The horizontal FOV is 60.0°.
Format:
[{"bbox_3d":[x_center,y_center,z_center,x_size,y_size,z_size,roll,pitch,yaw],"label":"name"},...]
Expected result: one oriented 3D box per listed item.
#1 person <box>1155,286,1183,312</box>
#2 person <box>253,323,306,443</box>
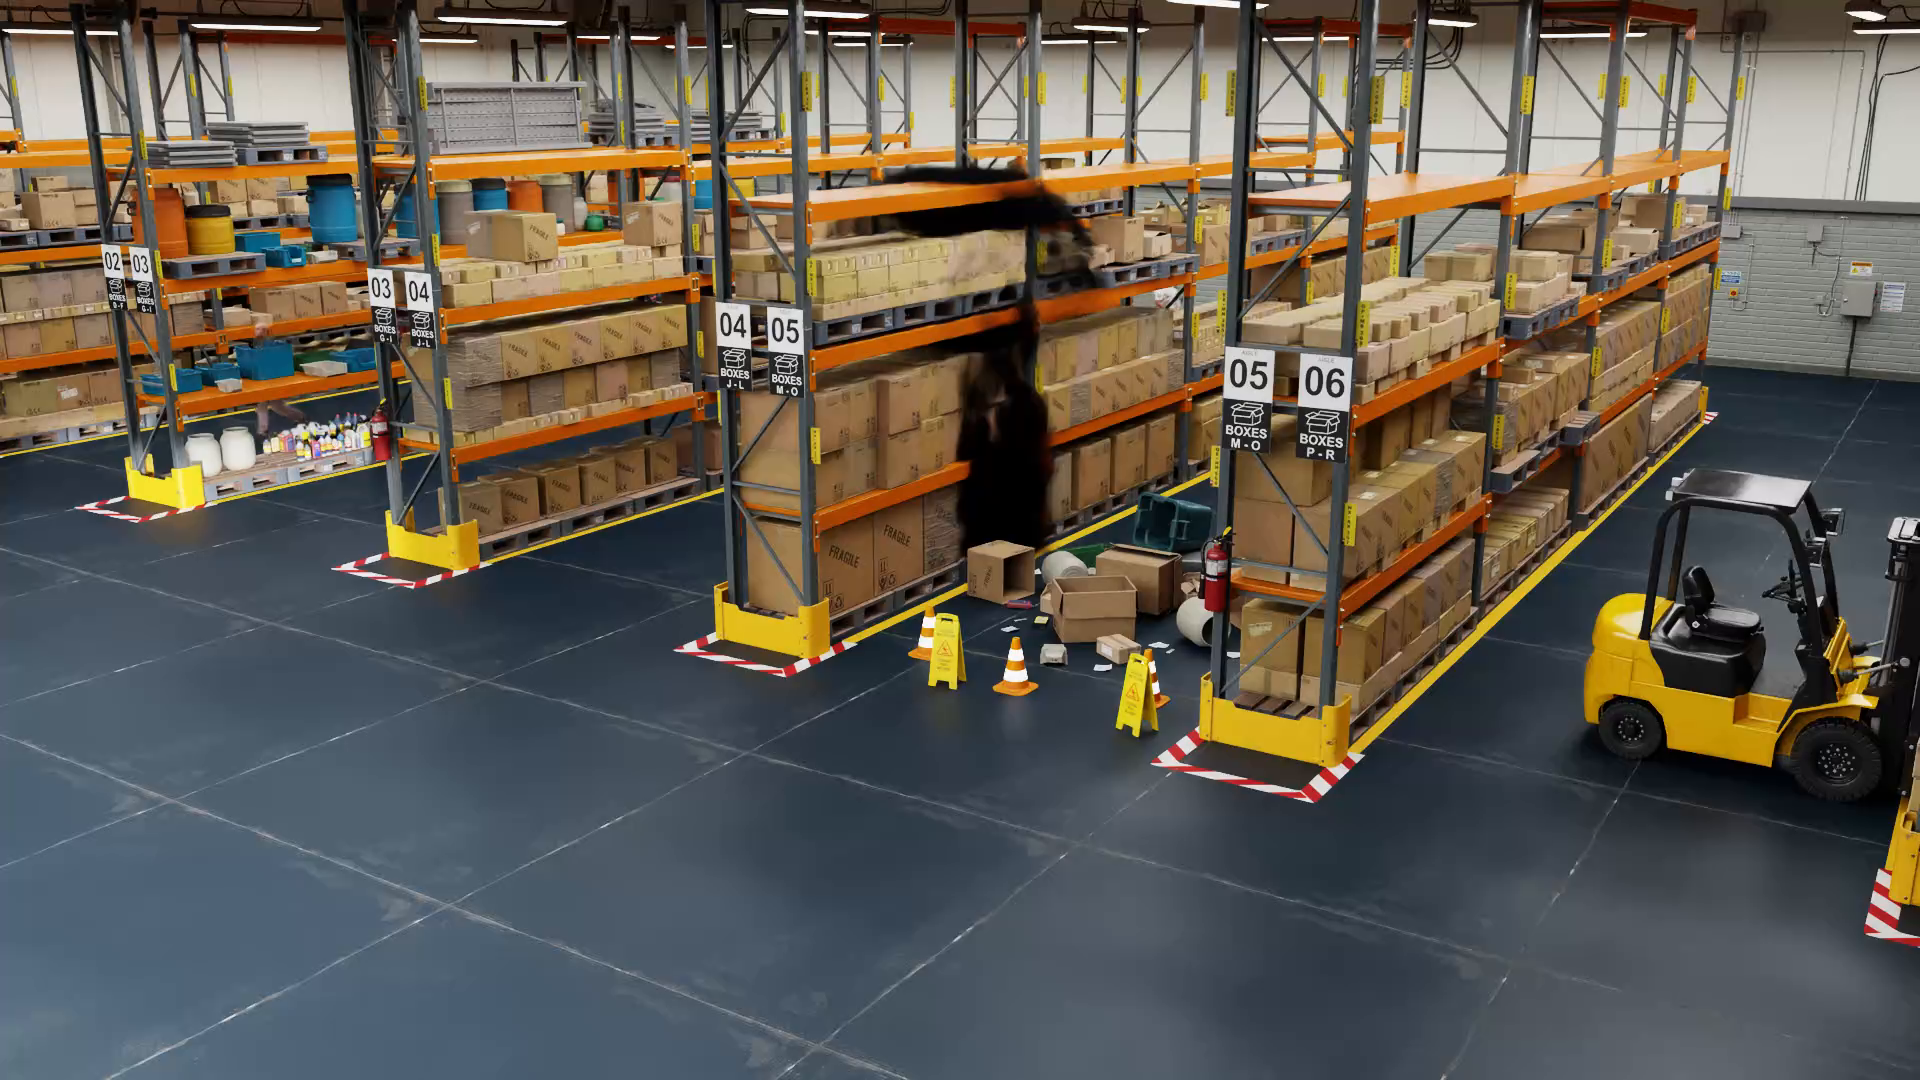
[{"bbox_3d":[3.981,-4.266,31.349,0.723,1.740,0.581,-11,19,-33],"label":"person"},{"bbox_3d":[-10.016,-2.313,24.232,0.655,1.720,0.892,10,18,32],"label":"person"}]
